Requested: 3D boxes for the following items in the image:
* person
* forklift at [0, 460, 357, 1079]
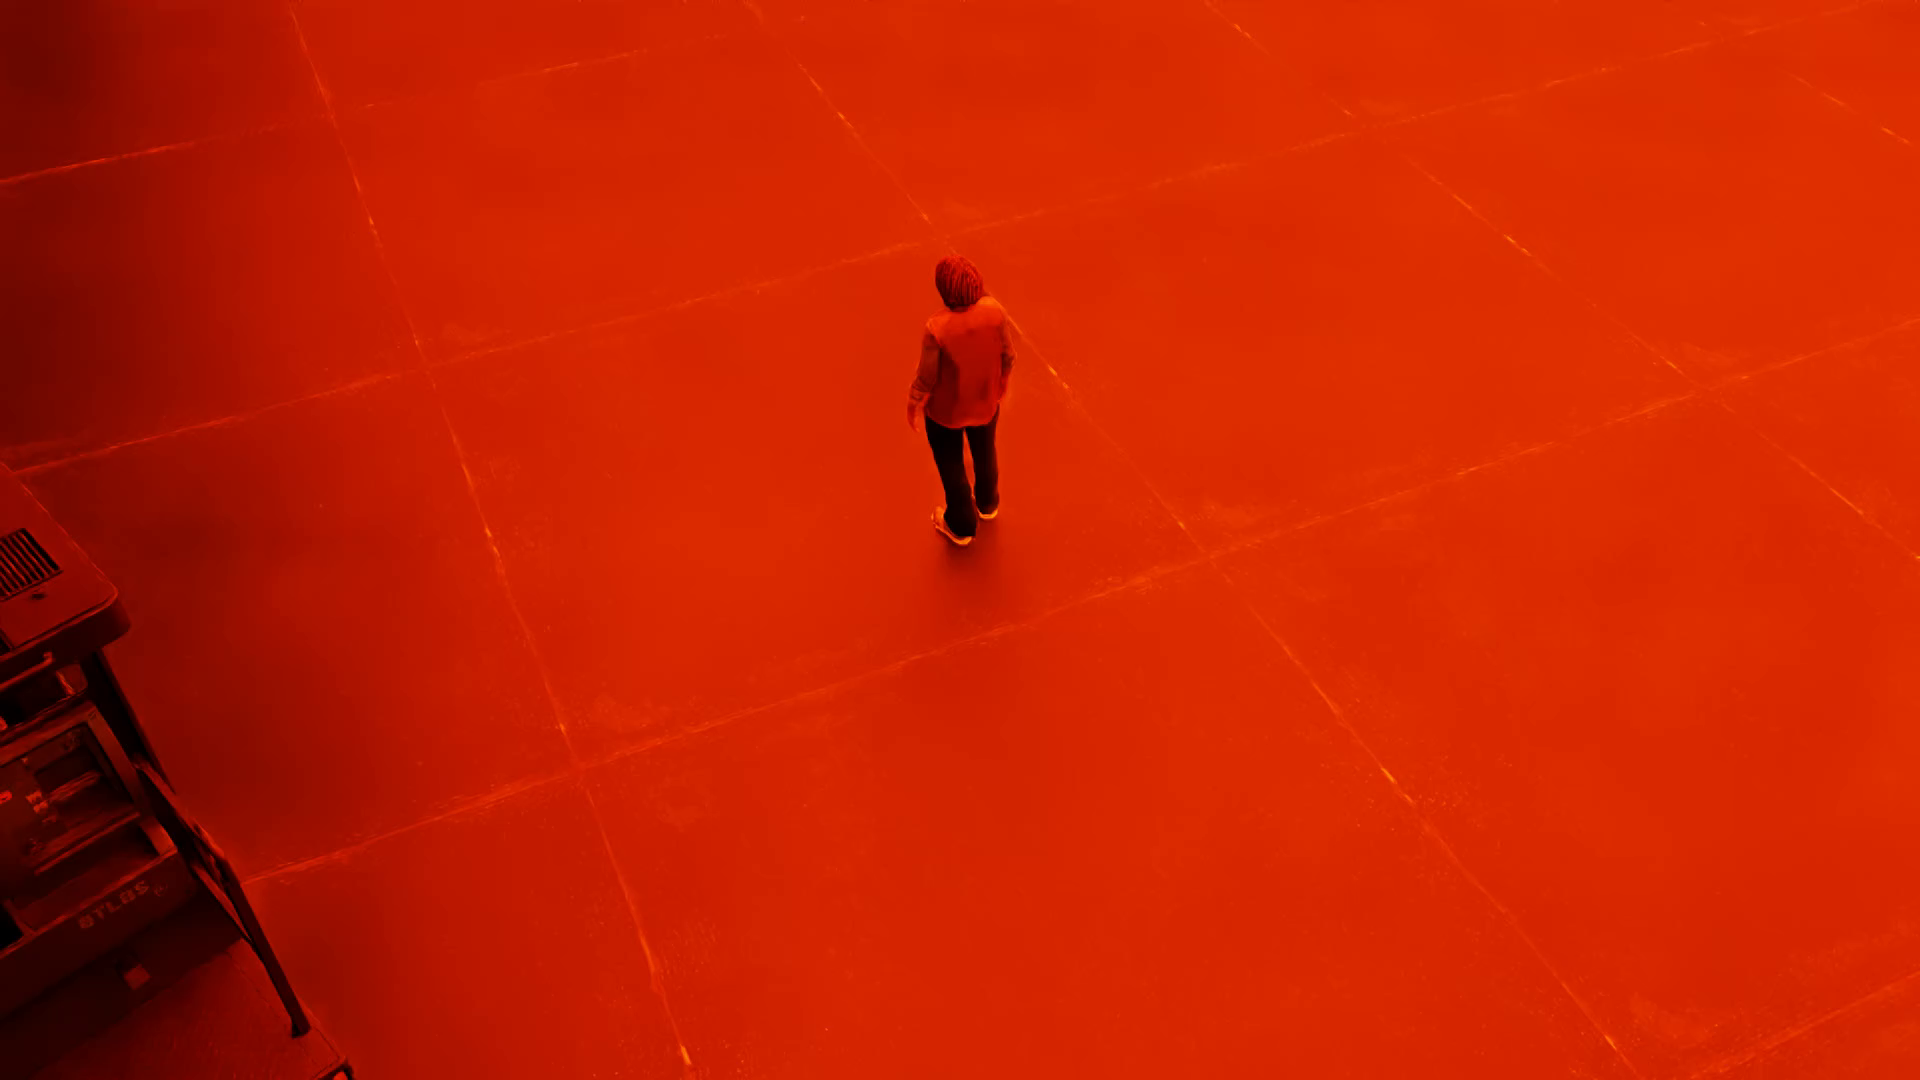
[{"bbox_3d":[-0.019,-0.639,7.332,0.520,1.597,0.474,-18,46,-18],"label":"person"},{"bbox_3d":[-2.735,0.927,4.687,1.130,2.935,3.031,-34,53,-31],"label":"forklift"}]
